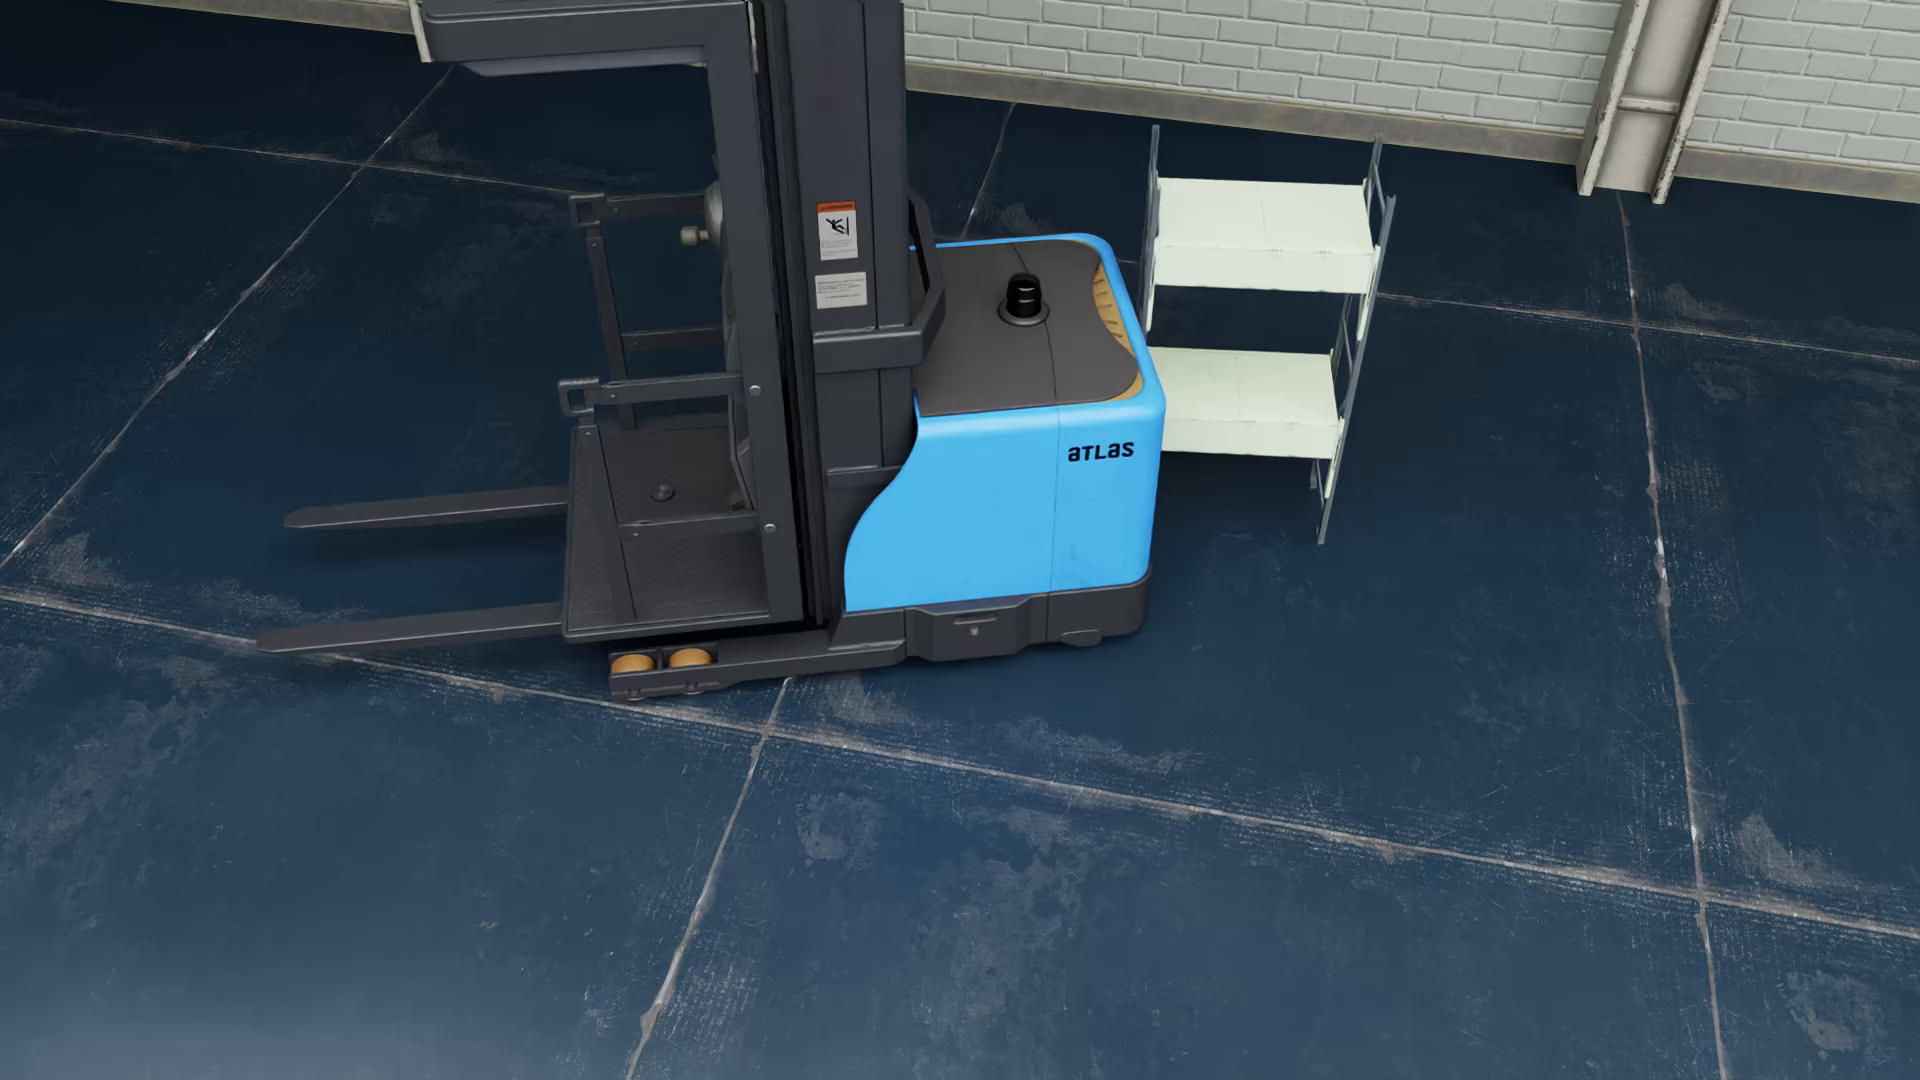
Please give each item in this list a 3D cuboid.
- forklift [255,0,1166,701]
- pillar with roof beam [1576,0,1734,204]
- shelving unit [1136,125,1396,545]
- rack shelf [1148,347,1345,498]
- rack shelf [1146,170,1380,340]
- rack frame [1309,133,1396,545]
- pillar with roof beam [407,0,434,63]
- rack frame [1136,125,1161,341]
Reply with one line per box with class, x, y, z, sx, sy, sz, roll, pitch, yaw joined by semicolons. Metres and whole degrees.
forklift;-0.898;-0.900;5.072;3.031;2.935;1.130;-5;44;-6
pillar with roof beam;2.251;-2.060;1.901;0.400;9.000;9.100;9;45;9
shelving unit;1.001;-0.681;5.876;0.755;1.500;0.431;3;44;3
rack shelf;1.001;-0.446;6.102;0.720;0.370;0.431;3;44;3
rack shelf;1.001;-0.962;5.605;0.720;0.370;0.431;3;44;3
rack frame;1.366;-0.662;5.856;0.023;1.500;0.400;3;44;3
pillar with roof beam;-3.604;-2.969;2.845;0.400;9.000;9.100;9;45;9
rack frame;0.636;-0.700;5.895;0.023;1.500;0.400;3;44;3
